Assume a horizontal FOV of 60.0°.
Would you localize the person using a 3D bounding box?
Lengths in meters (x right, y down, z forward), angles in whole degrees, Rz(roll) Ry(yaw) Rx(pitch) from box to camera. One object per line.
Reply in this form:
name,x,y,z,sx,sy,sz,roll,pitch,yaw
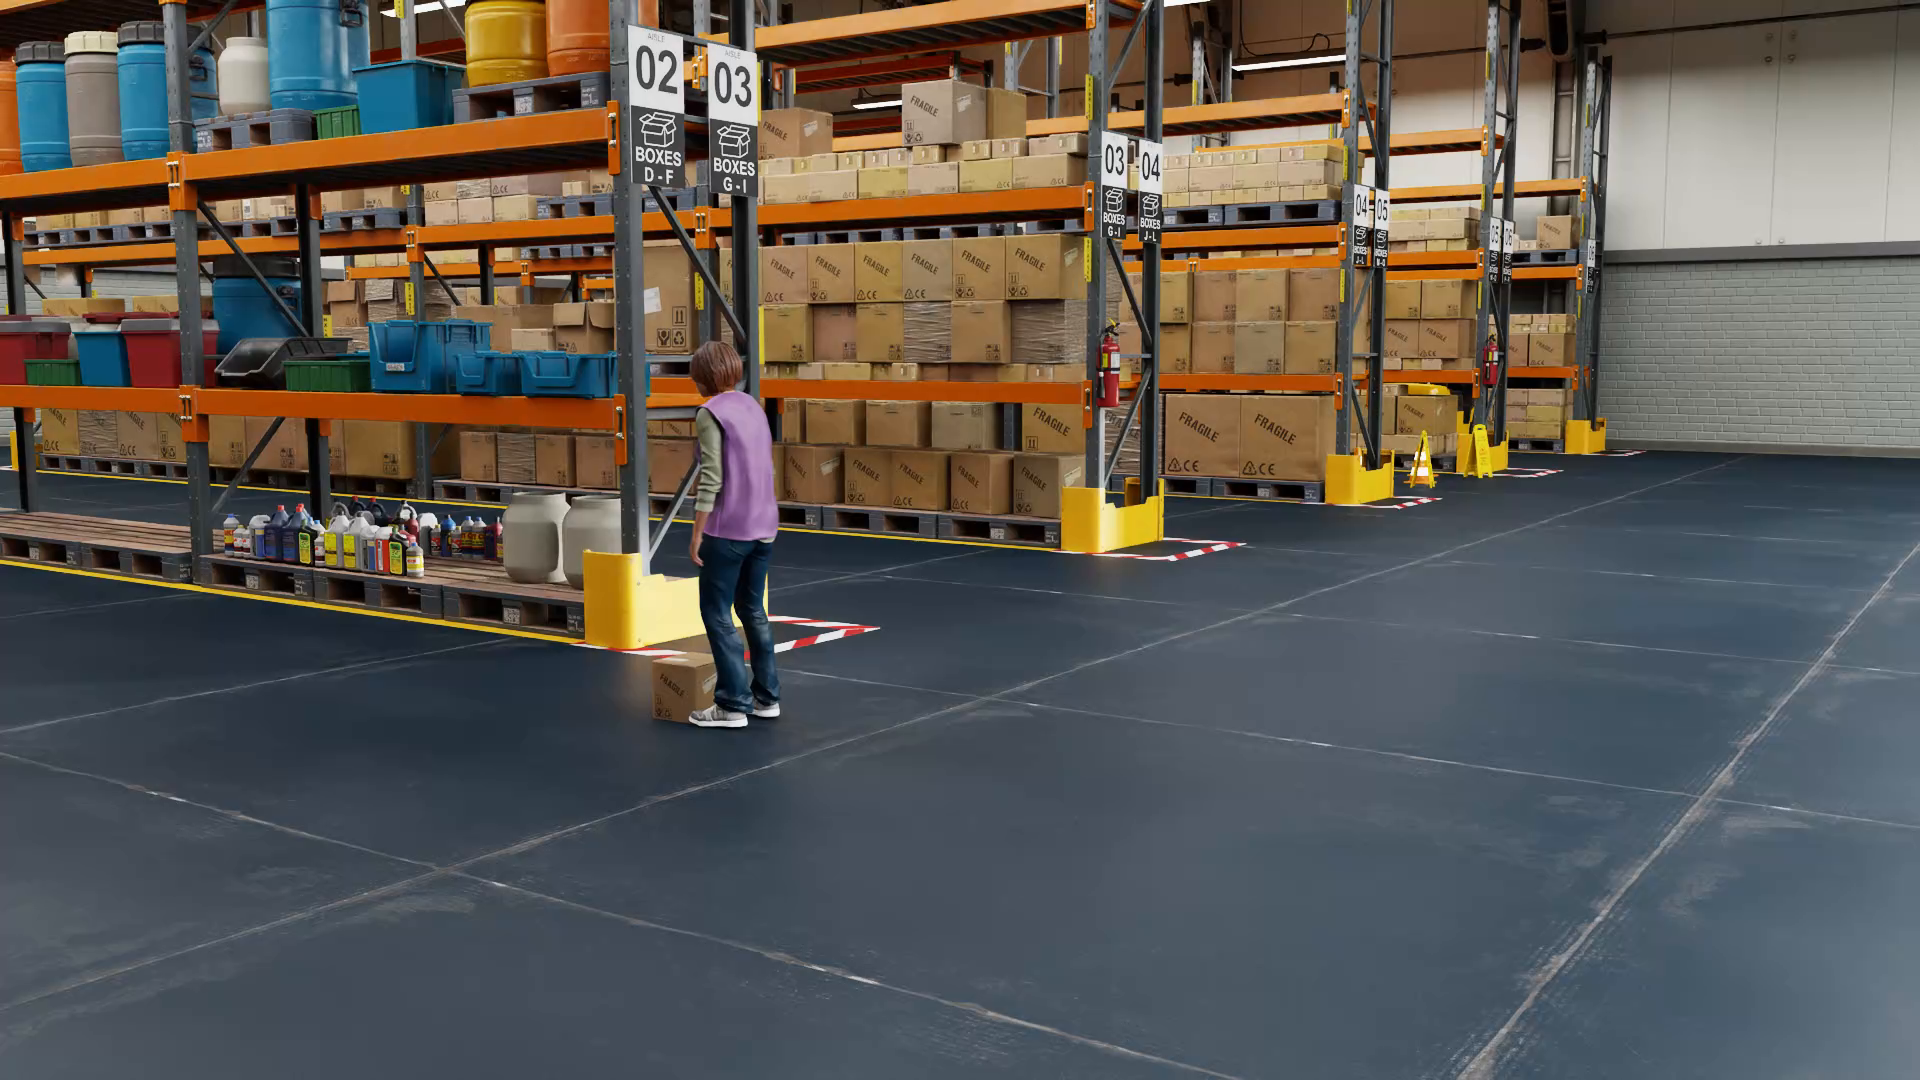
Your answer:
person,-0.936,-0.022,6.890,0.342,1.593,0.485,4,8,30
